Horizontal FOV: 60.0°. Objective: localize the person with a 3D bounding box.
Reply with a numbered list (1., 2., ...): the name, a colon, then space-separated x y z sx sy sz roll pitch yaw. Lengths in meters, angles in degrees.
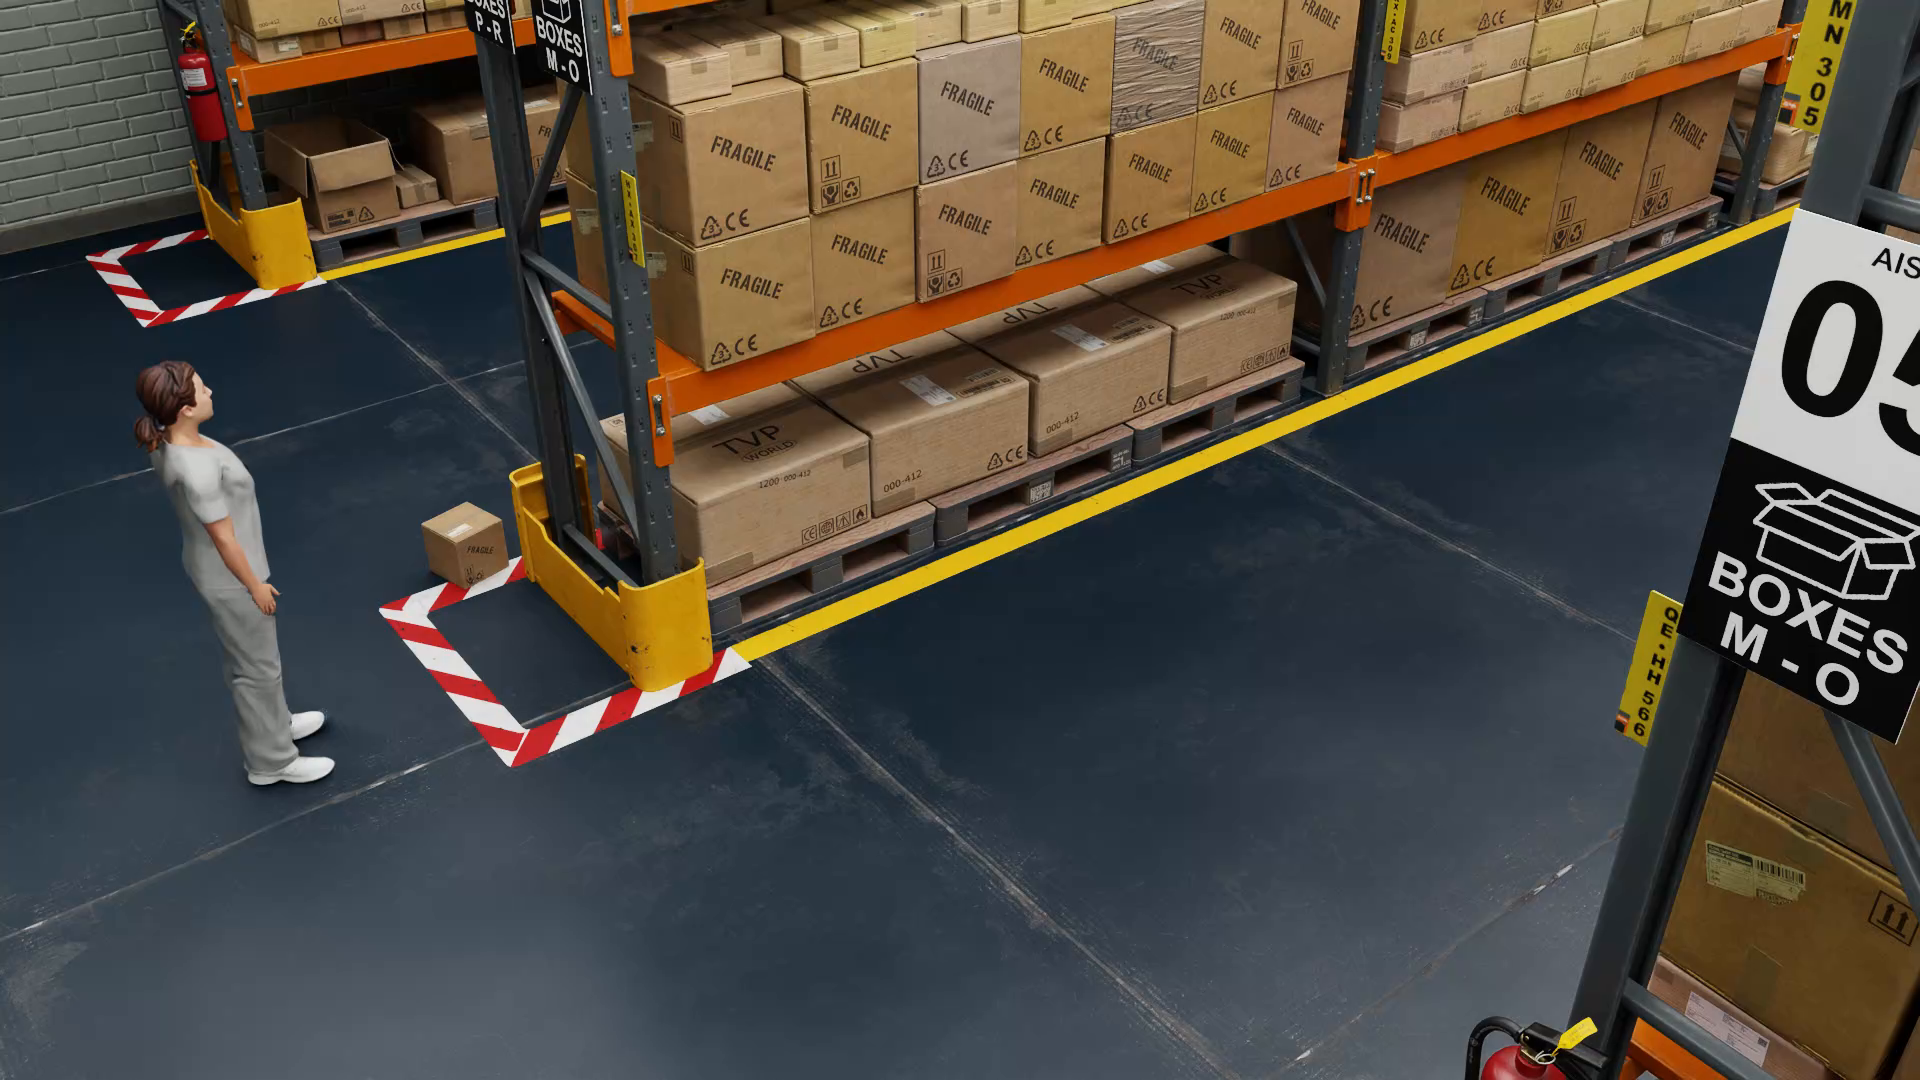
1. person: -2.592 0.120 5.934 0.390 1.676 0.453 -22 38 -31
